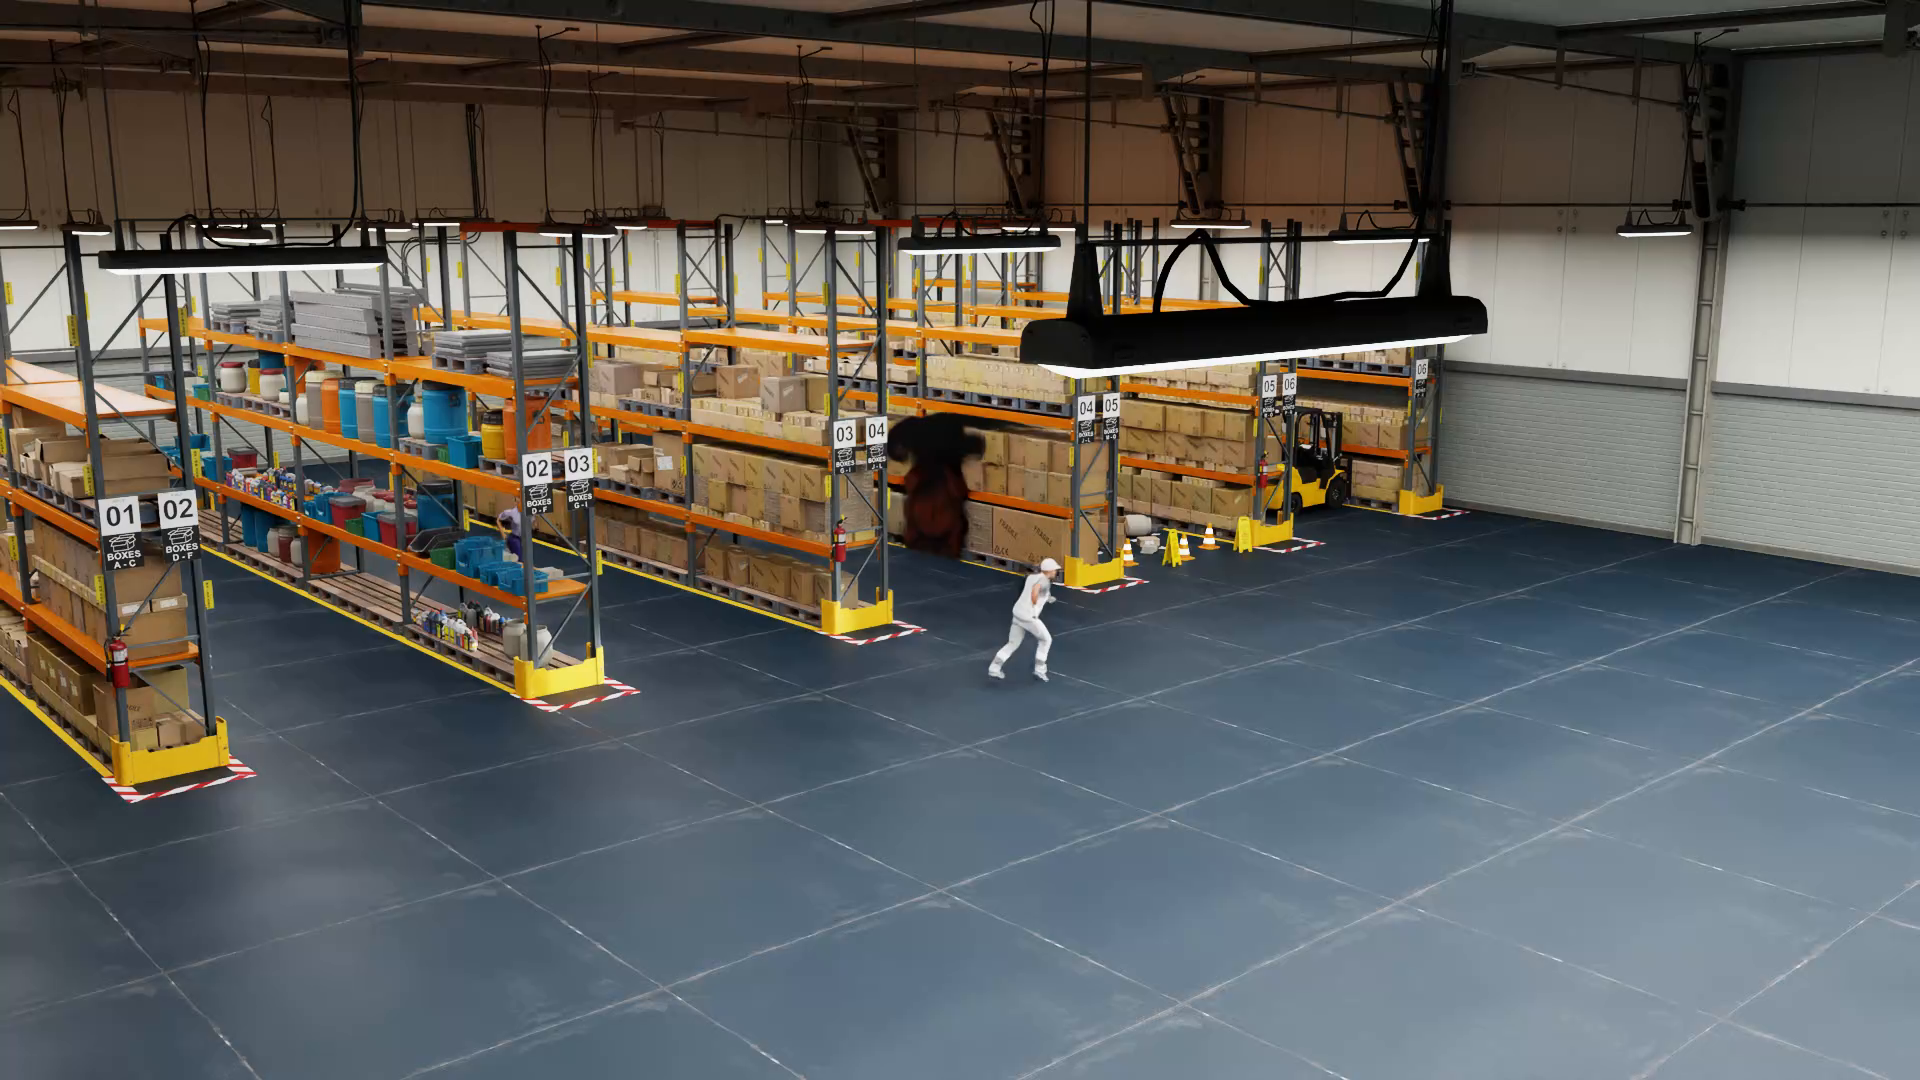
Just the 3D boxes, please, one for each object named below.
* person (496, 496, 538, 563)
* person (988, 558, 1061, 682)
[{"bbox_3d":[-7.263,0.073,27.396,0.697,1.693,0.598,8,14,36],"label":"person"},{"bbox_3d":[0.868,1.124,22.195,1.034,1.727,0.712,-4,12,-20],"label":"person"}]
